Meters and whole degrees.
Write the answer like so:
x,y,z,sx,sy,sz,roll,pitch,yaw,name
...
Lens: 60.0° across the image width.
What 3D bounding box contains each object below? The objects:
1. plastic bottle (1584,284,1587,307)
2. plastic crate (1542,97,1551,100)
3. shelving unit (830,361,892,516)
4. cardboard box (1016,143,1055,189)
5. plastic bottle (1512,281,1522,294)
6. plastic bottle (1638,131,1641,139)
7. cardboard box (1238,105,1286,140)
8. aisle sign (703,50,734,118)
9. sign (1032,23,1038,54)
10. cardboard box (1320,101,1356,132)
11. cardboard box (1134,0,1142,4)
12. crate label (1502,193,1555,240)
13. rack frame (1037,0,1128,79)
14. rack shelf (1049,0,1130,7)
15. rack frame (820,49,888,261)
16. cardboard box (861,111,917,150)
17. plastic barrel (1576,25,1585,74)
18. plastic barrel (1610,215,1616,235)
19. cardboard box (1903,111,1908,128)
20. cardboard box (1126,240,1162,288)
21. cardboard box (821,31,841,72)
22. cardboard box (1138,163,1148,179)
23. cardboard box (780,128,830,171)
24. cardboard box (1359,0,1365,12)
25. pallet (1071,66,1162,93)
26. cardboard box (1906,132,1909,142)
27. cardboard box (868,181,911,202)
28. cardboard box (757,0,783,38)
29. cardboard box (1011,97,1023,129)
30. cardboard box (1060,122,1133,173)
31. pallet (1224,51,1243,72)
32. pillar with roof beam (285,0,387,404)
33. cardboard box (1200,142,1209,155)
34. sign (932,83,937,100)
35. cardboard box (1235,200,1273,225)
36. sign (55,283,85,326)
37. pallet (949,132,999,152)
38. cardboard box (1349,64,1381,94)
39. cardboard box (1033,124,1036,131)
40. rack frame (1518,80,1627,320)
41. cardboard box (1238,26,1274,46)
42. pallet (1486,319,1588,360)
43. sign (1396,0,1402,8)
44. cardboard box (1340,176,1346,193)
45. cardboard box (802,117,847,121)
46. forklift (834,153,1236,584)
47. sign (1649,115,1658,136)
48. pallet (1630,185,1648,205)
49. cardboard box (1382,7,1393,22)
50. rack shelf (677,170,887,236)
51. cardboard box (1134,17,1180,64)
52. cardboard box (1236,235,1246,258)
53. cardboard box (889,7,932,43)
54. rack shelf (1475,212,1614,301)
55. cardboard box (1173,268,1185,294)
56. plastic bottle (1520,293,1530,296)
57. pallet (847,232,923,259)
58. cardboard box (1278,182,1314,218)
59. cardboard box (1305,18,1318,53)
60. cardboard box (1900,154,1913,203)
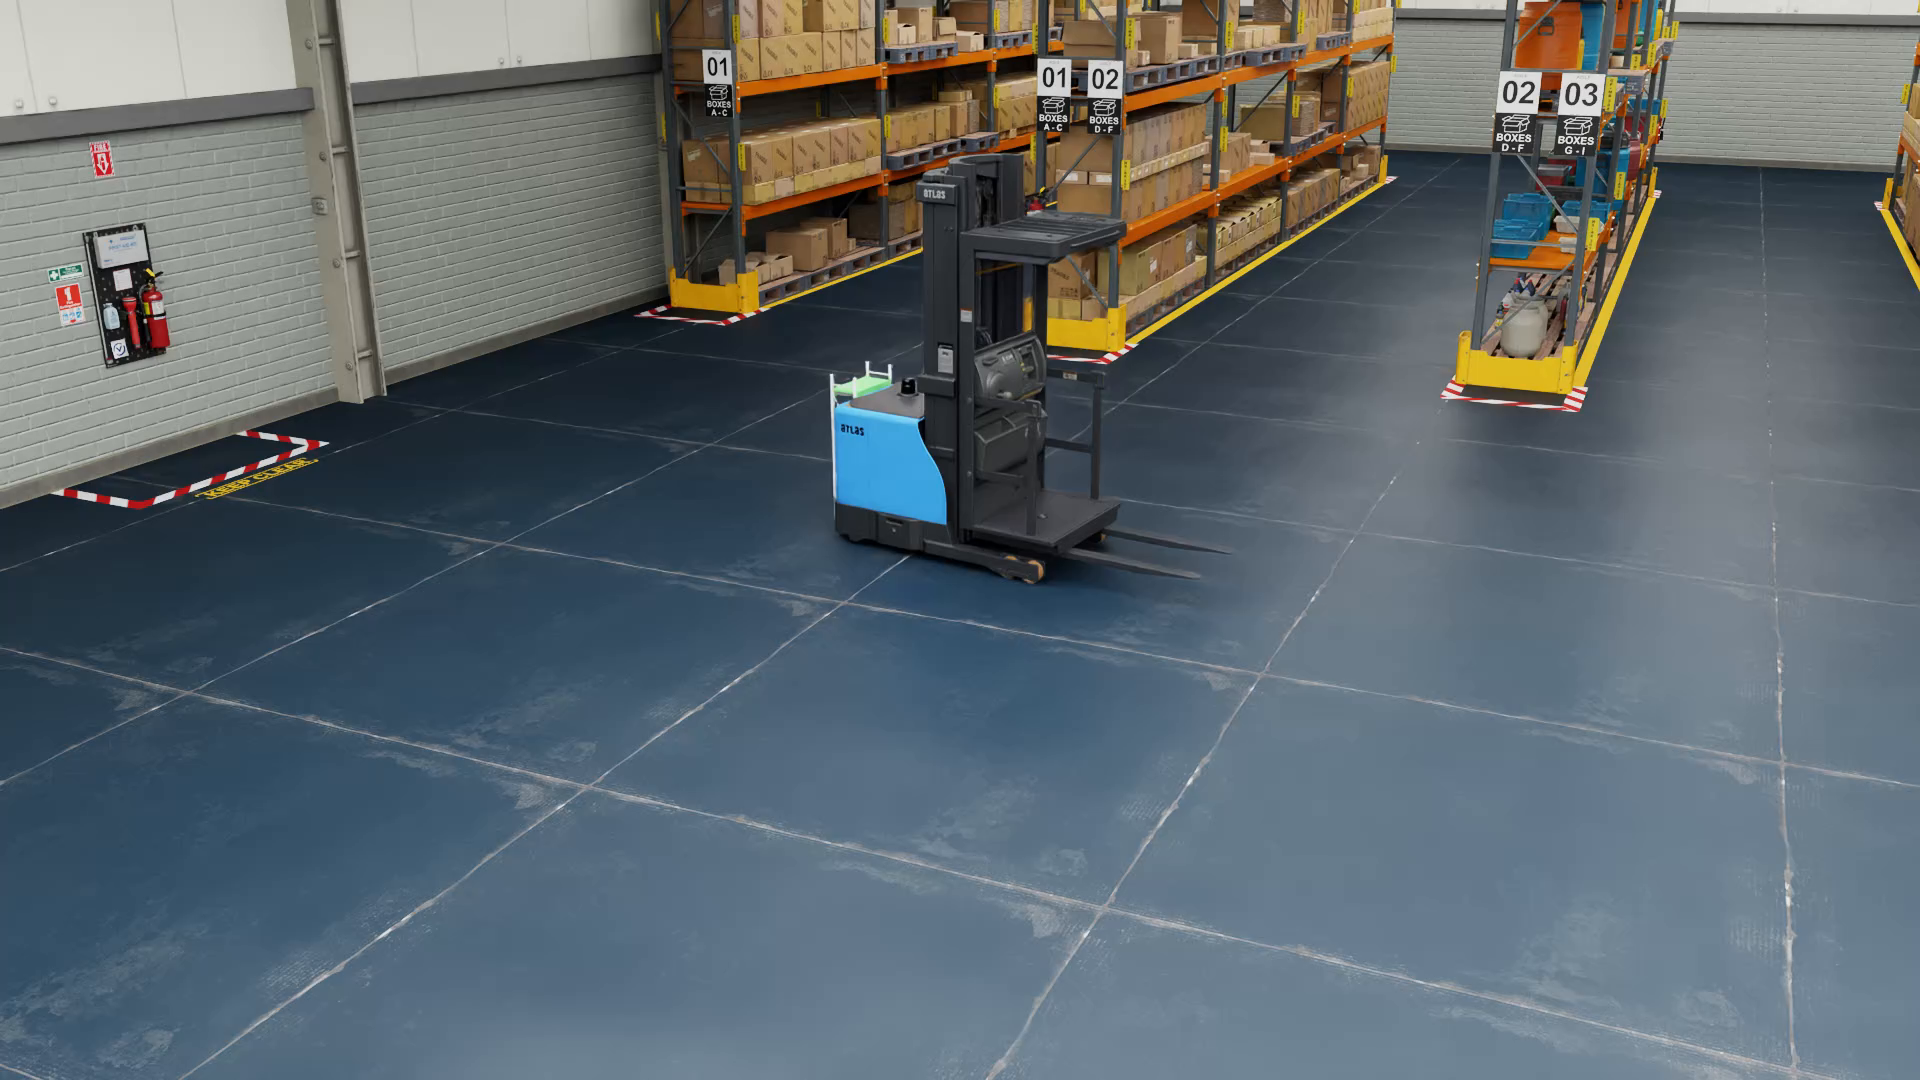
x,y,z,sx,sy,sz,roll,pitch,yaw,name
7.598,-2.977,20.260,0.061,0.283,0.133,10,22,25,plastic bottle
6.363,-5.049,18.237,0.392,0.384,0.575,9,21,23,plastic crate
-0.782,-0.789,13.396,0.258,1.200,0.503,12,23,30,shelving unit
1.223,-6.743,30.034,0.750,0.750,0.750,9,22,24,cardboard box
6.708,-2.953,20.094,0.144,0.351,0.185,8,21,20,plastic bottle
10.904,-6.464,26.853,0.152,0.276,0.135,9,21,23,plastic bottle
4.770,-6.598,26.270,0.700,0.500,0.500,2,20,4,cardboard box
-2.938,-5.540,20.190,0.394,0.787,0.004,9,21,23,aisle sign
0.850,-5.572,18.479,0.100,0.325,0.005,9,21,23,sign
6.710,-7.534,29.527,0.500,0.500,0.500,9,22,24,cardboard box
3.319,-10.949,33.132,0.500,0.500,0.500,8,21,23,cardboard box
6.363,-3.635,18.662,0.502,0.435,0.616,9,21,23,crate label
1.339,-6.526,17.890,1.000,3.000,0.127,9,21,23,rack frame
2.158,-6.610,19.797,1.077,0.370,4.000,9,21,23,rack shelf
-1.544,-5.601,24.242,1.000,3.000,0.127,9,21,23,rack frame
-1.069,-6.176,25.053,0.700,0.500,0.500,11,22,28,cardboard box
6.207,-5.085,17.406,0.600,0.588,0.600,0,20,0,plastic barrel
9.780,-5.023,25.589,0.600,0.588,0.708,9,21,23,plastic barrel
16.484,-7.190,28.490,0.500,0.250,0.500,8,21,21,cardboard box
2.158,-3.397,20.401,0.500,0.500,0.500,9,21,23,cardboard box
-1.936,-6.555,22.269,0.500,0.500,0.500,8,21,21,cardboard box
2.011,-4.377,19.682,0.380,0.149,0.250,8,21,22,cardboard box
-2.083,-5.241,22.305,0.500,0.500,0.500,9,22,24,cardboard box
6.751,-9.587,29.331,0.700,0.500,0.500,9,21,23,cardboard box
1.652,-5.284,19.006,1.003,0.211,1.213,9,21,23,pallet
16.062,-6.735,27.804,0.380,0.149,0.250,8,21,22,cardboard box
-1.080,-5.346,25.480,0.500,0.250,0.500,8,21,22,cardboard box
-2.551,-6.550,20.762,0.500,0.500,0.500,8,21,22,cardboard box
0.750,-7.293,28.376,0.500,0.500,0.500,9,22,24,cardboard box
1.564,-4.515,19.103,0.700,0.500,0.500,9,21,23,cardboard box
3.326,-6.517,22.626,0.805,0.209,1.217,8,21,21,pallet
-2.214,-5.113,13.915,9.100,9.000,0.400,9,21,23,pillar with roof beam
3.061,-5.163,21.892,0.380,0.149,0.250,9,21,23,cardboard box
-0.414,-7.445,27.698,0.100,0.325,0.005,9,21,23,sign
4.418,-4.958,25.074,0.500,0.311,0.500,8,21,22,cardboard box
-7.509,-1.989,14.031,0.001,0.329,0.234,9,21,23,sign
-0.100,-6.501,27.059,1.213,0.211,1.003,9,21,23,pallet
7.545,-8.622,31.094,0.500,0.500,0.500,9,22,24,cardboard box
1.172,-7.334,29.458,0.380,0.149,0.250,9,22,24,cardboard box
7.494,-4.242,20.420,1.000,3.000,0.127,9,21,23,rack frame
4.282,-7.377,24.355,0.500,0.250,0.500,9,22,24,cardboard box
6.683,-2.354,19.273,1.003,0.211,1.213,9,21,23,pallet
8.389,-10.339,31.766,0.100,0.325,0.005,9,21,23,sign
6.622,-6.407,29.865,0.500,0.311,0.500,9,21,23,cardboard box
-1.927,-5.778,23.815,0.500,0.500,0.500,8,21,21,cardboard box
0.549,-1.266,12.155,3.031,2.935,1.130,12,23,30,forklift
11.272,-6.742,27.036,0.100,0.325,0.005,9,21,23,sign
12.035,-6.350,30.508,1.003,0.211,1.213,9,21,23,pallet
7.913,-9.977,31.548,0.500,0.250,0.500,9,21,23,cardboard box
-2.363,-4.651,22.643,1.077,0.370,4.000,9,21,23,rack shelf
2.268,-5.894,19.604,0.500,0.500,0.500,9,21,23,cardboard box
3.788,-4.229,23.861,0.500,0.250,0.500,8,21,21,cardboard box
-0.742,-7.793,25.151,0.500,0.500,0.500,8,21,21,cardboard box
6.675,-3.291,18.821,1.077,0.370,4.000,9,21,23,rack shelf
2.581,-3.347,21.380,0.500,0.250,0.500,9,21,23,cardboard box
6.679,-2.776,19.705,0.152,0.276,0.135,9,21,23,plastic bottle
-1.226,-4.526,25.379,1.003,0.211,1.213,9,21,23,pallet
5.481,-5.588,27.280,0.500,0.500,0.500,8,21,22,cardboard box
5.185,-8.059,26.526,0.910,0.500,0.500,9,21,23,cardboard box
16.738,-6.221,28.528,0.875,0.875,0.875,9,21,23,cardboard box
